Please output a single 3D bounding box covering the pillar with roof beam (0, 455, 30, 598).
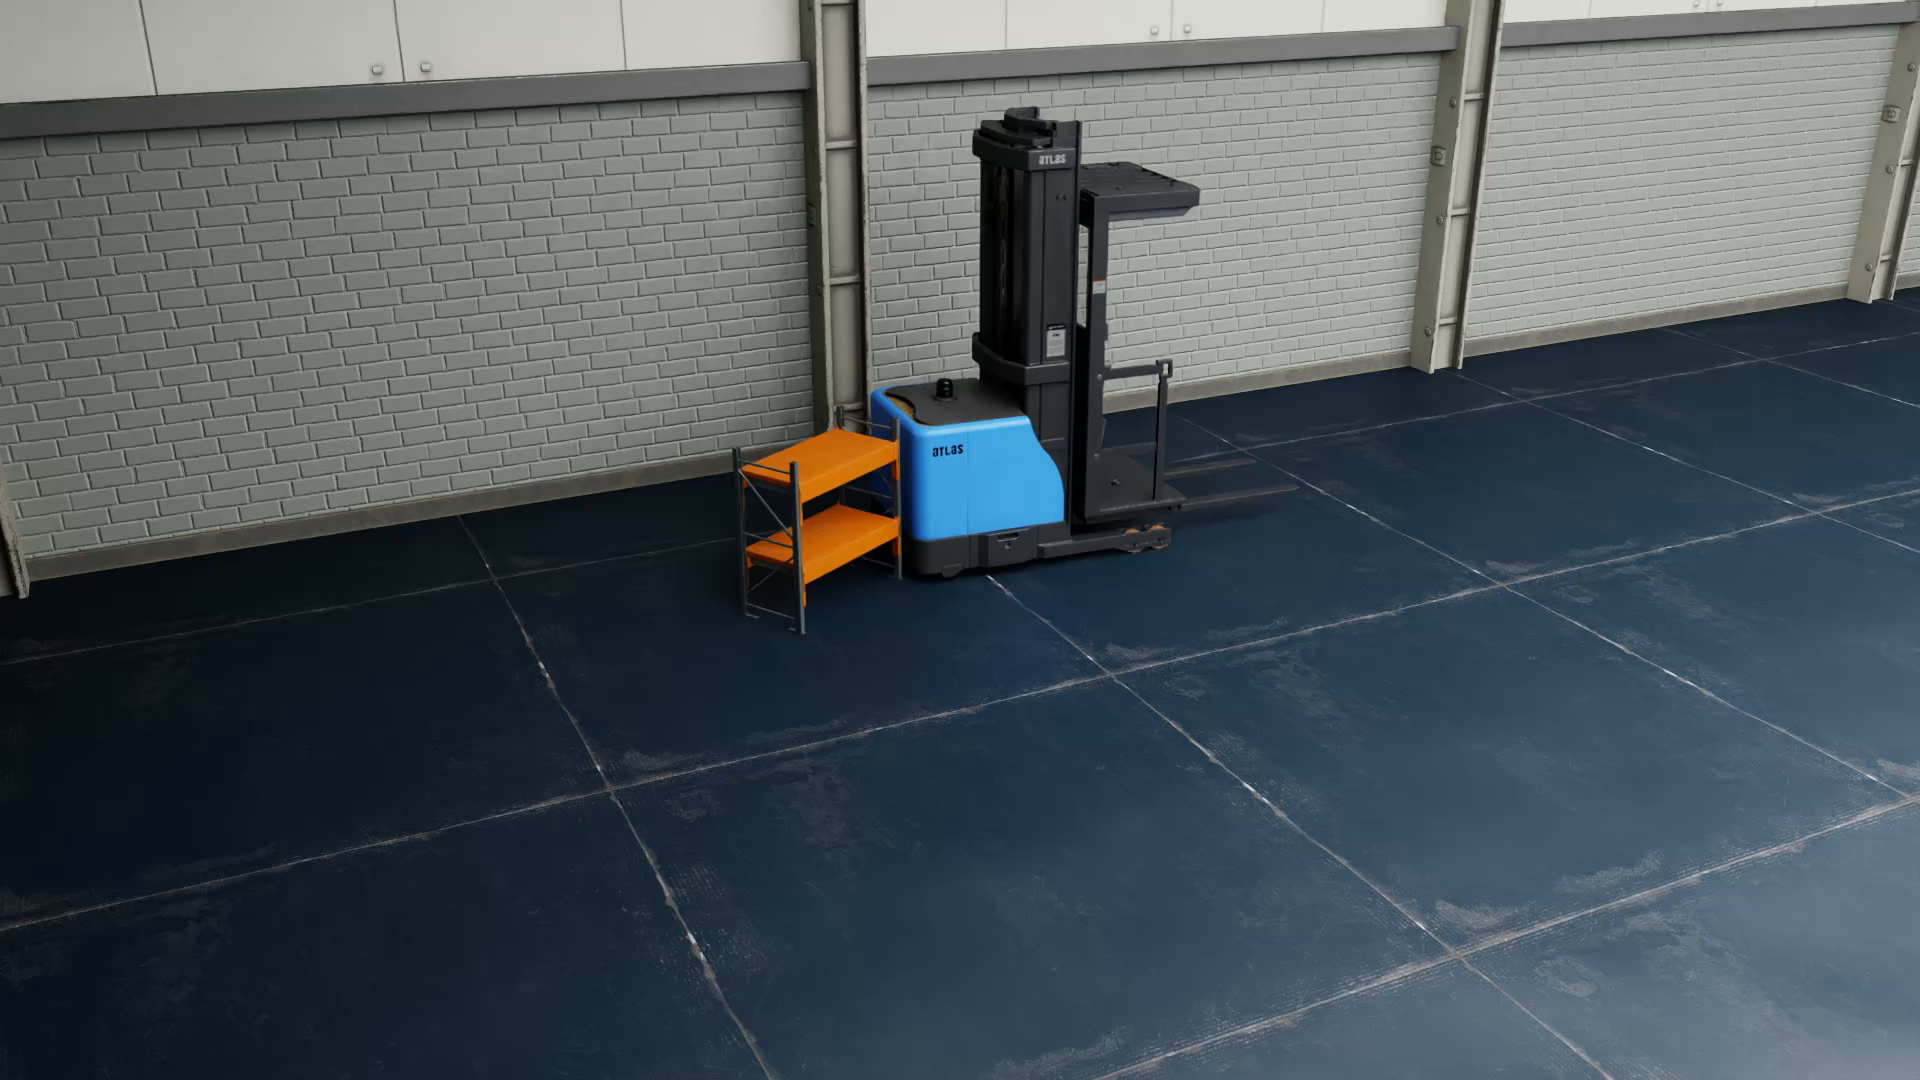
[{"bbox_3d":[-4.460,-2.322,5.594,0.400,9.000,9.100,-10,25,-24],"label":"pillar with roof beam"}]

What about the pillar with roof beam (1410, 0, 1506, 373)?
[{"bbox_3d":[6.353,-4.313,10.403,0.400,9.000,9.100,-10,25,-24],"label":"pillar with roof beam"}]

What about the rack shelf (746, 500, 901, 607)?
[{"bbox_3d":[-0.891,0.072,10.743,0.538,0.278,1.000,15,27,32],"label":"rack shelf"}]

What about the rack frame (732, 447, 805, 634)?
[{"bbox_3d":[-1.181,0.006,10.264,0.500,1.125,0.032,15,27,32],"label":"rack frame"}]

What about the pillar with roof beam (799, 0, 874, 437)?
[{"bbox_3d":[0.946,-3.317,7.998,0.400,9.000,9.100,-10,25,-24],"label":"pillar with roof beam"}]

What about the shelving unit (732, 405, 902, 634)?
[{"bbox_3d":[-0.891,-0.153,10.650,0.538,1.125,1.048,15,27,32],"label":"shelving unit"}]

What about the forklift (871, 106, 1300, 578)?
[{"bbox_3d":[0.941,-1.441,11.399,3.031,2.935,1.130,-8,24,-19],"label":"forklift"}]

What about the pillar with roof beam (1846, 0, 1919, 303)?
[{"bbox_3d":[11.759,-5.308,12.807,0.400,9.000,9.100,-10,25,-24],"label":"pillar with roof beam"}]

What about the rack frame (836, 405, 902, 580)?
[{"bbox_3d":[-0.602,-0.313,11.036,0.500,1.125,0.032,15,27,32],"label":"rack frame"}]

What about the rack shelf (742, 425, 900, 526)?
[{"bbox_3d":[-0.891,-0.424,10.538,0.538,0.278,1.000,15,27,32],"label":"rack shelf"}]
